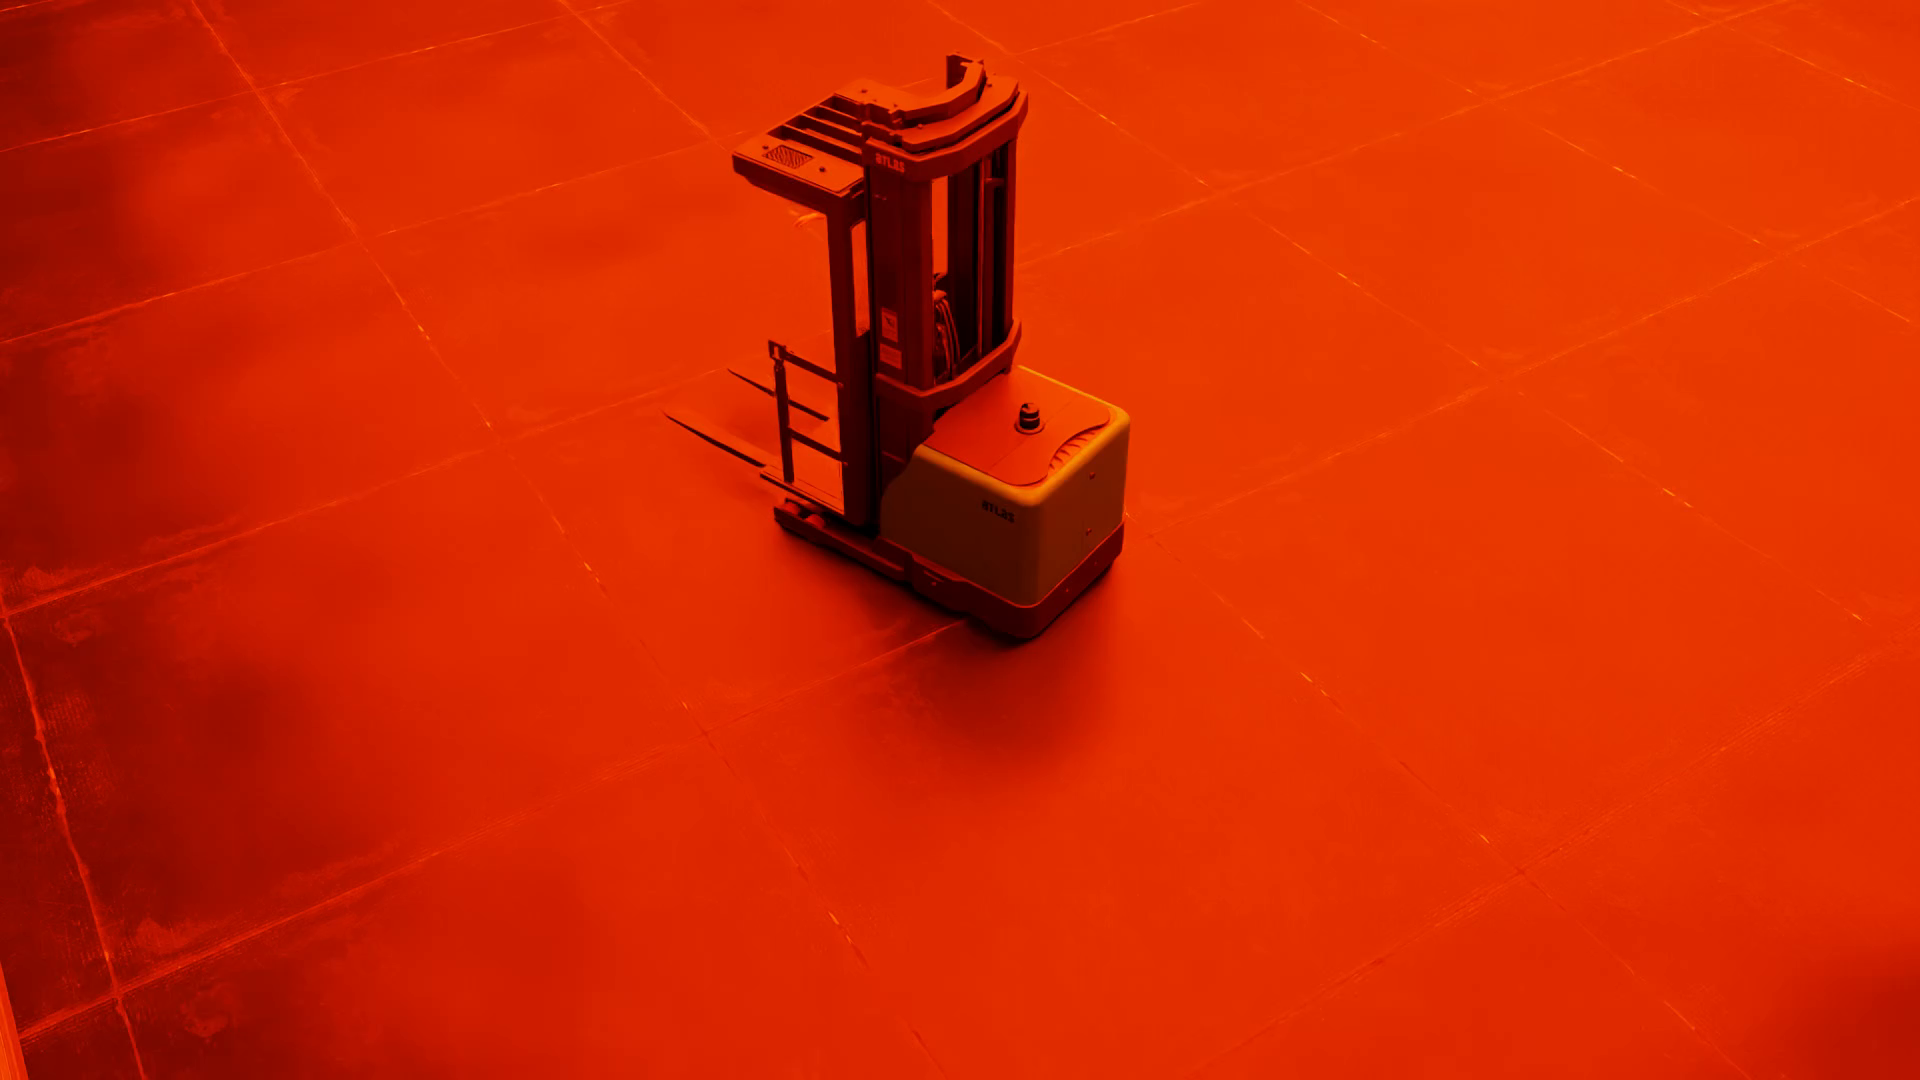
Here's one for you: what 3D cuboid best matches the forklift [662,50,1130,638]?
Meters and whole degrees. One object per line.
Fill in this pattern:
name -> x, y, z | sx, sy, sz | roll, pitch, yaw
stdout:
forklift -> -0.513, -1.342, 9.407 | 3.031, 2.935, 1.130 | 26, 48, 27

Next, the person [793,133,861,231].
person -> -0.714, -2.243, 11.618 | 0.912, 1.378, 0.909 | -4, 41, -5
